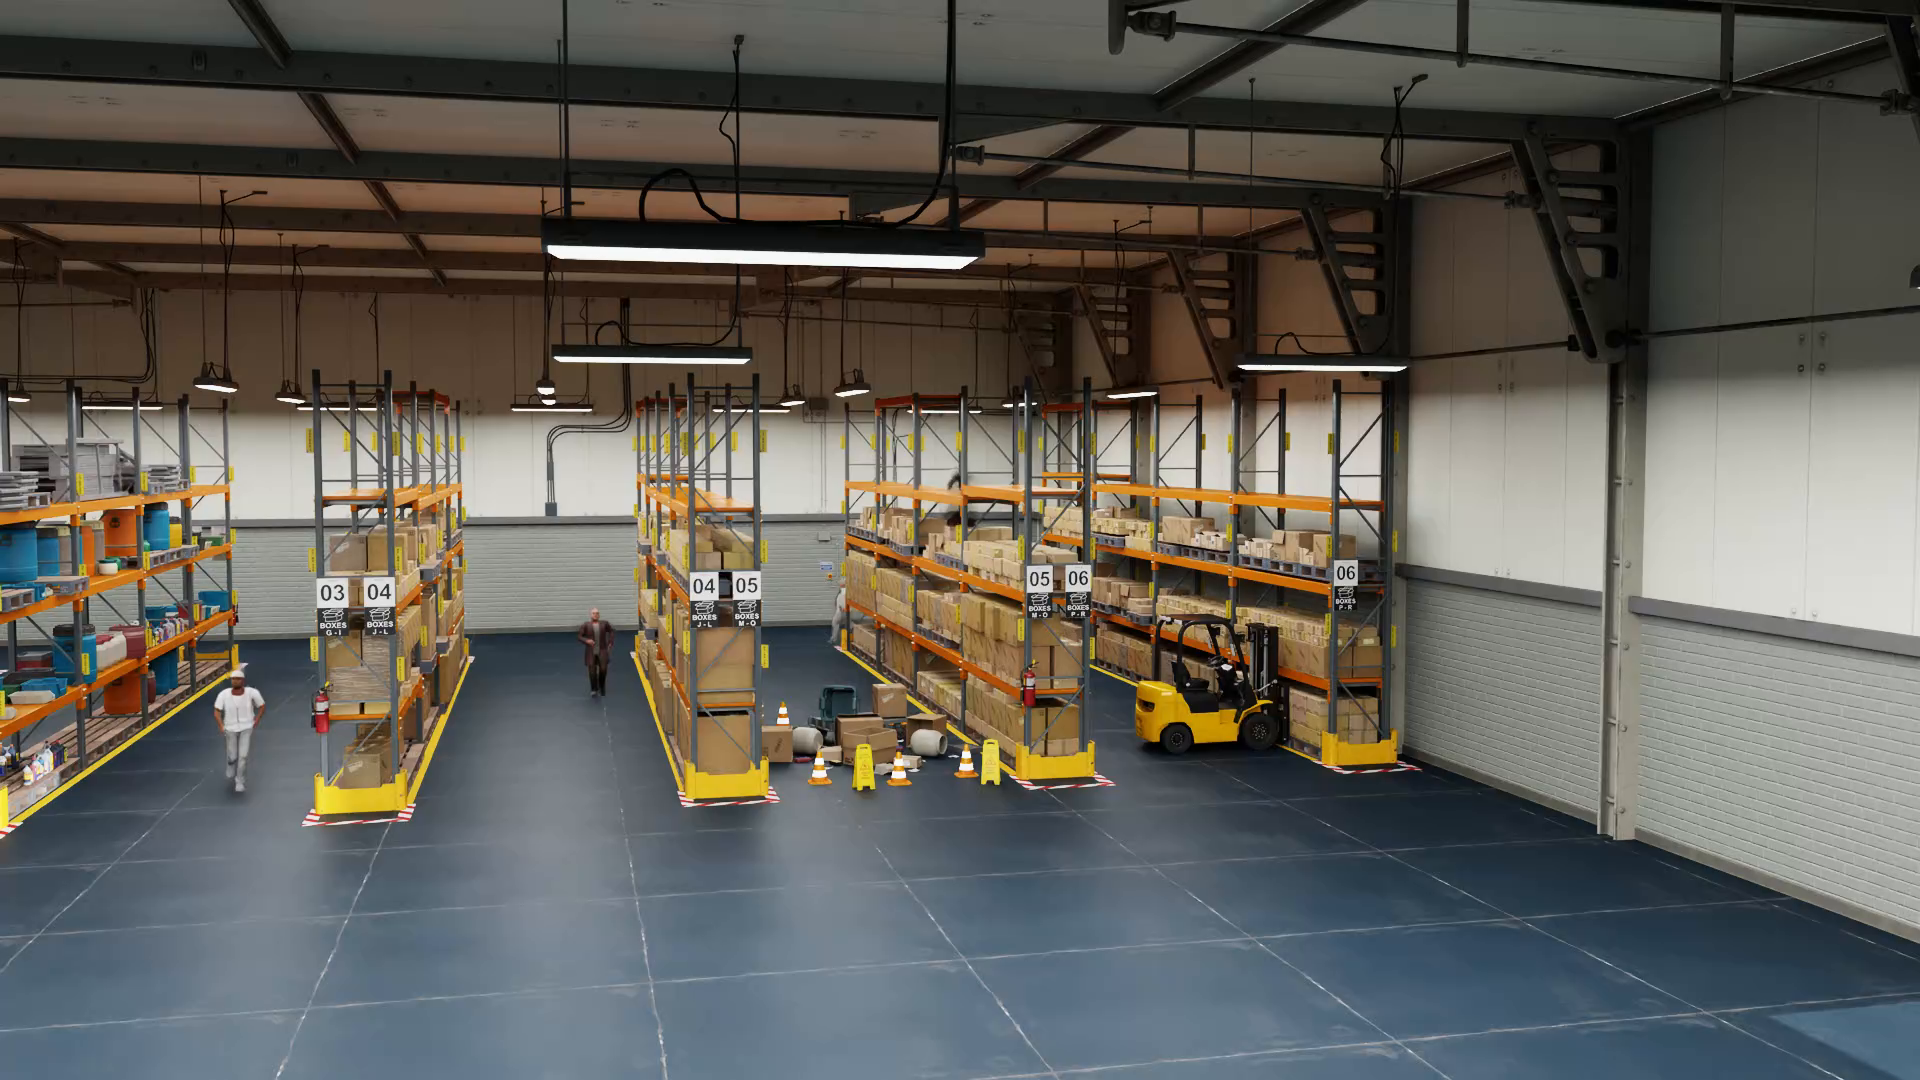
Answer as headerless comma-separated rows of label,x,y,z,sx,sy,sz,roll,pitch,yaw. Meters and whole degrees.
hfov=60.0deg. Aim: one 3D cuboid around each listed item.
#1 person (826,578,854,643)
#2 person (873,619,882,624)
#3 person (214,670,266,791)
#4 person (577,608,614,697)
person,-2.958,1.768,41.677,0.839,1.665,0.652,1,3,9
person,-2.050,1.805,41.810,0.758,1.597,0.553,2,4,30
person,-10.473,2.747,24.214,0.698,1.741,0.662,-1,4,-20
person,-7.156,2.227,32.718,0.735,1.759,0.668,-1,3,-16
